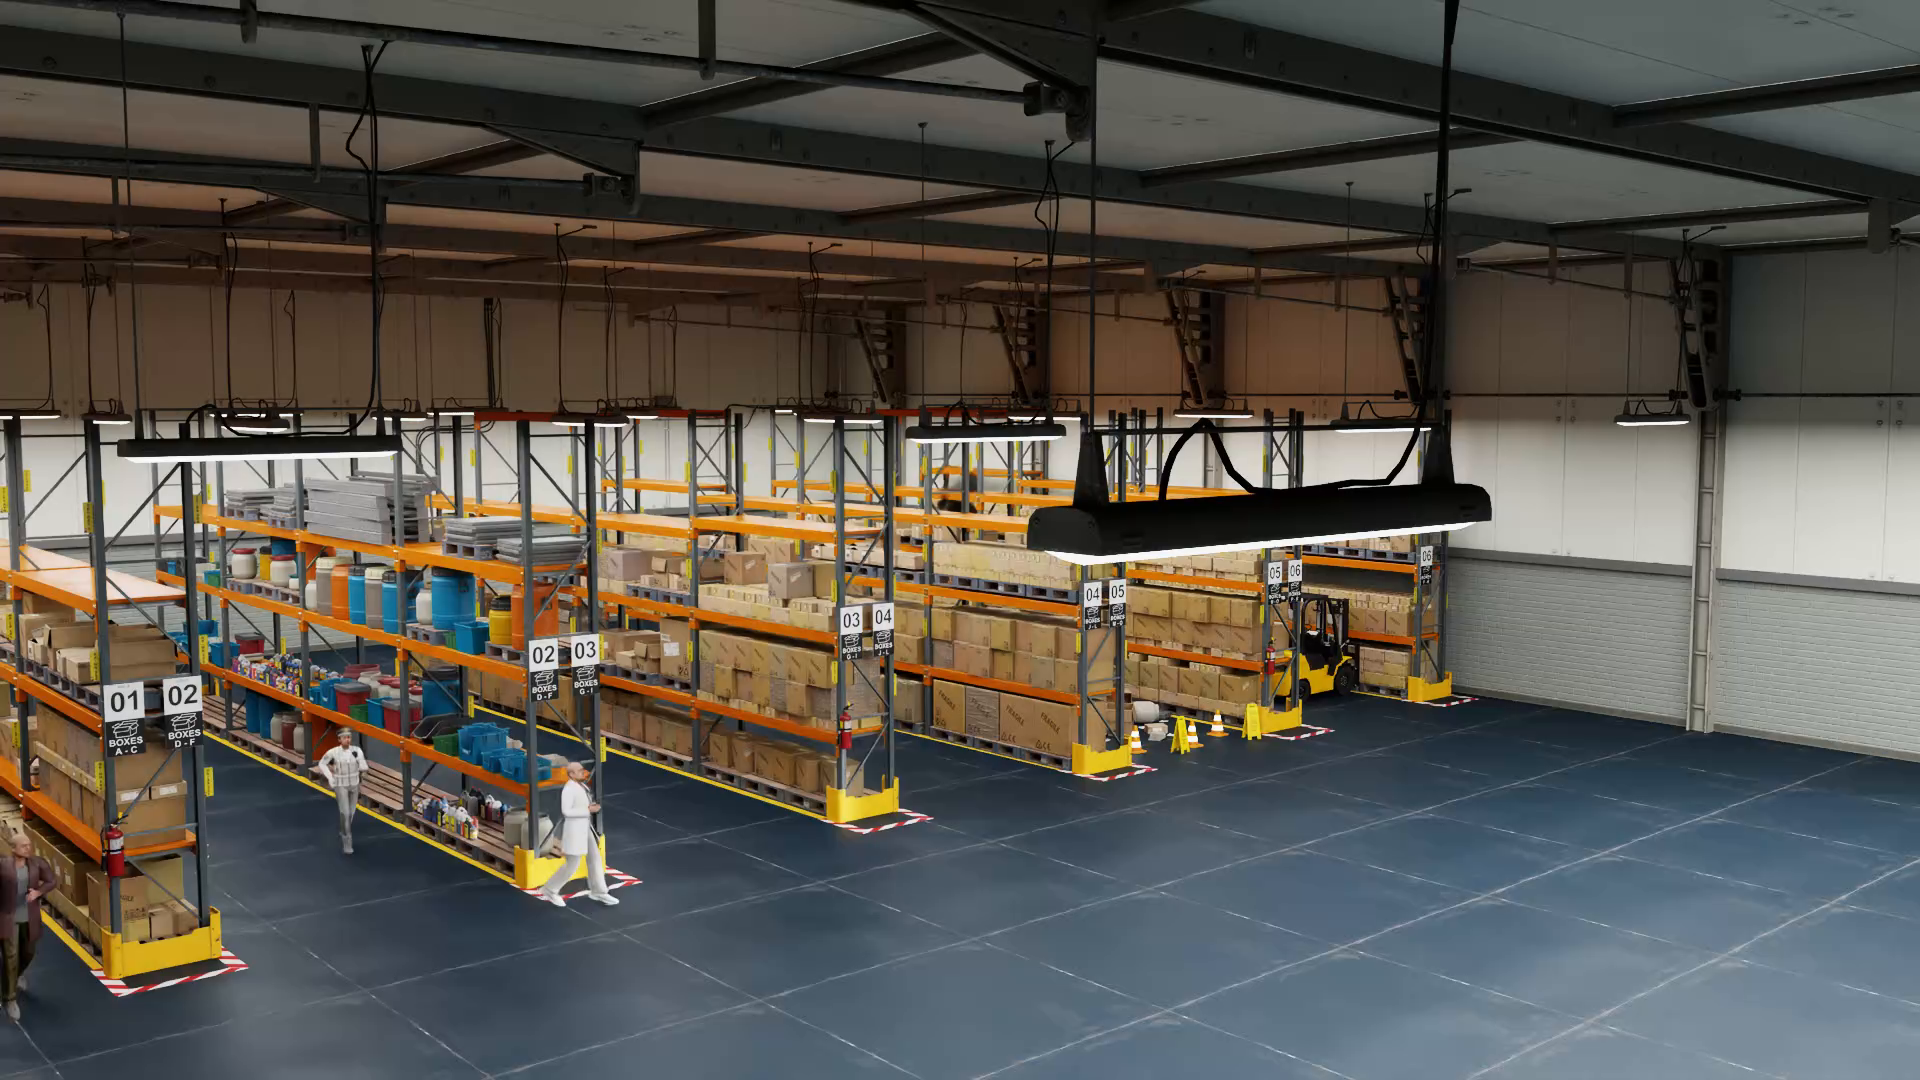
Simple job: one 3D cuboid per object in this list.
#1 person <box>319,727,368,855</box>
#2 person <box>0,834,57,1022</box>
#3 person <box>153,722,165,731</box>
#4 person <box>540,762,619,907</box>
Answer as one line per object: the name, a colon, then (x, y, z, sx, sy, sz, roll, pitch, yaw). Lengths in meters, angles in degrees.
person: (-8.521, 3.459, 23.097, 0.593, 1.753, 0.695, -4, 7, -40)
person: (-9.741, 3.933, 17.257, 1.054, 1.777, 0.715, 4, 7, 41)
person: (-12.500, 3.153, 26.237, 0.874, 1.755, 0.638, 4, 6, 39)
person: (-4.712, 3.628, 20.473, 0.932, 1.807, 0.711, 0, 5, 6)
